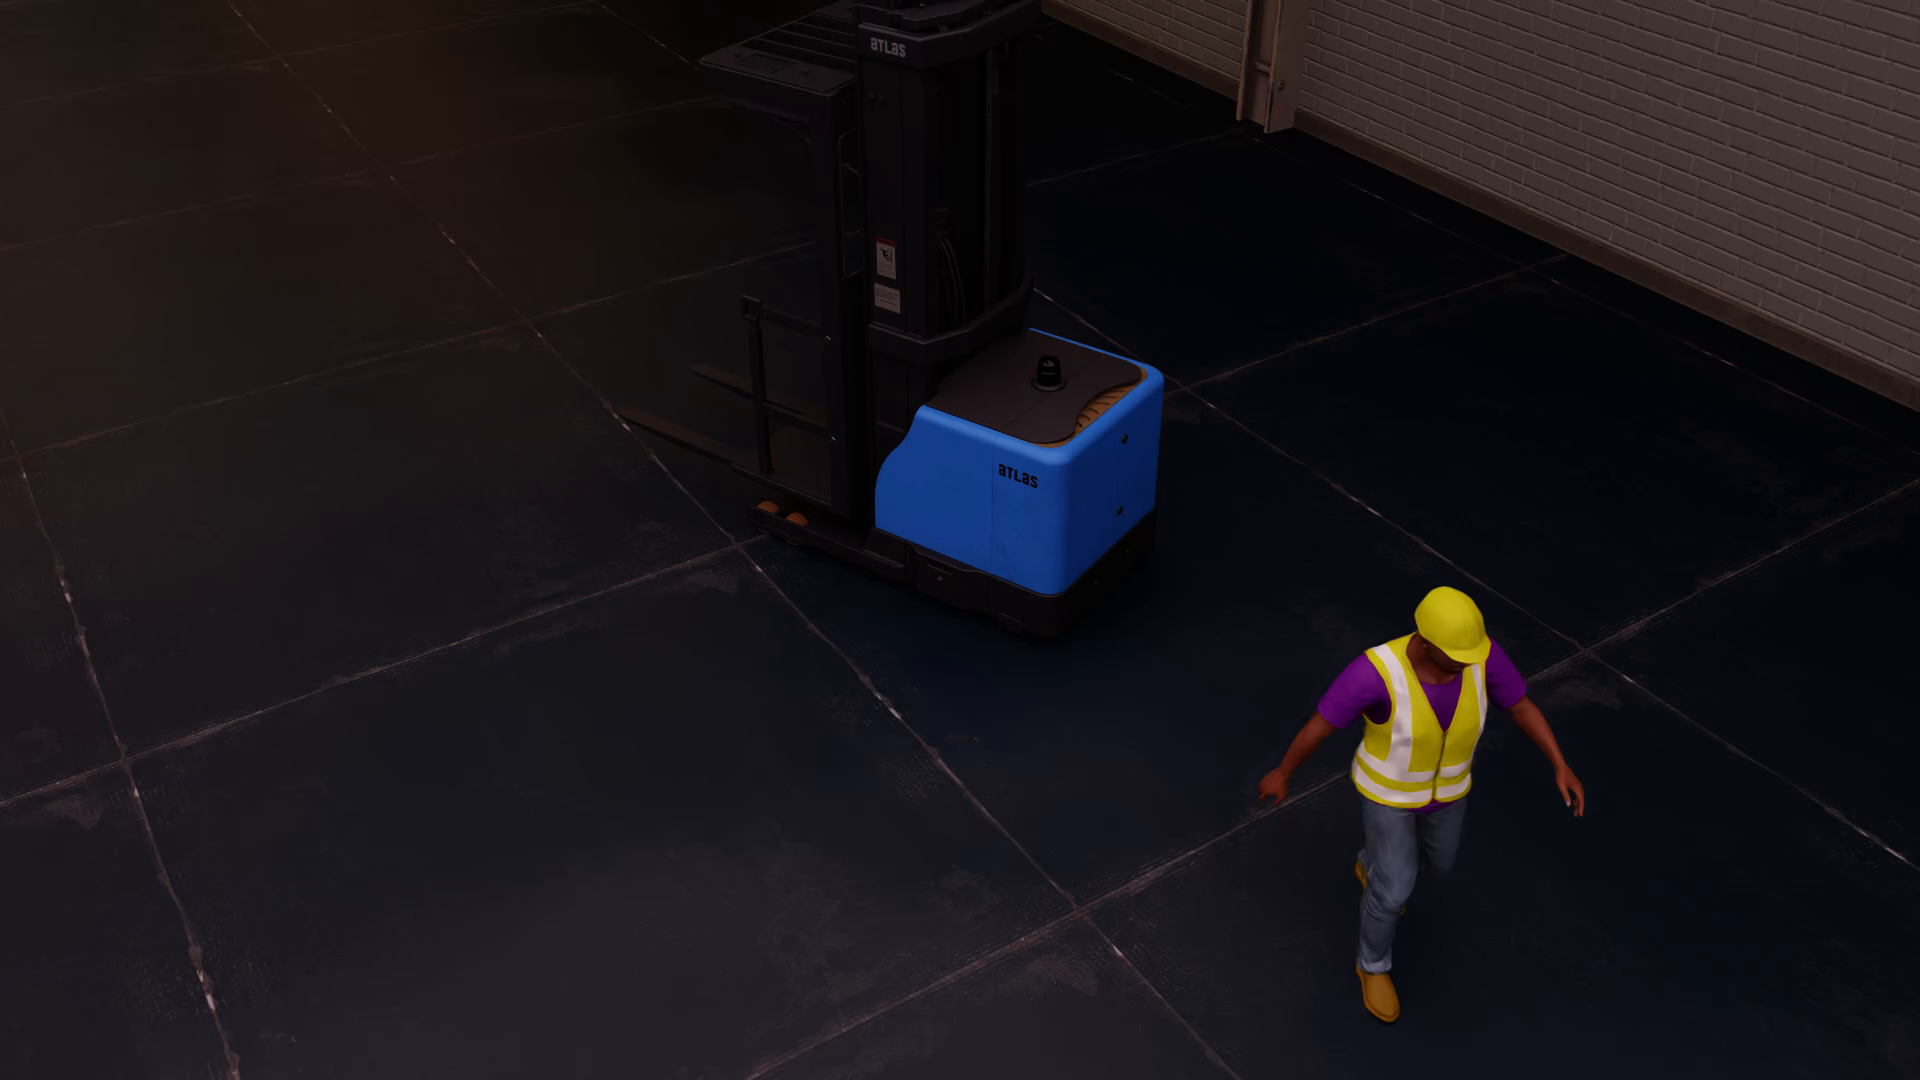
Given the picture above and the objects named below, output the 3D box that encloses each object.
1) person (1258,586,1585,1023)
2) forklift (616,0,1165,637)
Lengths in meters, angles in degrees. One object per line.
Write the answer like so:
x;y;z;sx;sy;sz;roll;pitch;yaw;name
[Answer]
1.604;0.885;5.923;0.968;1.743;0.731;-10;36;-14;person
-0.500;-1.399;8.138;3.031;2.935;1.130;22;41;28;forklift
